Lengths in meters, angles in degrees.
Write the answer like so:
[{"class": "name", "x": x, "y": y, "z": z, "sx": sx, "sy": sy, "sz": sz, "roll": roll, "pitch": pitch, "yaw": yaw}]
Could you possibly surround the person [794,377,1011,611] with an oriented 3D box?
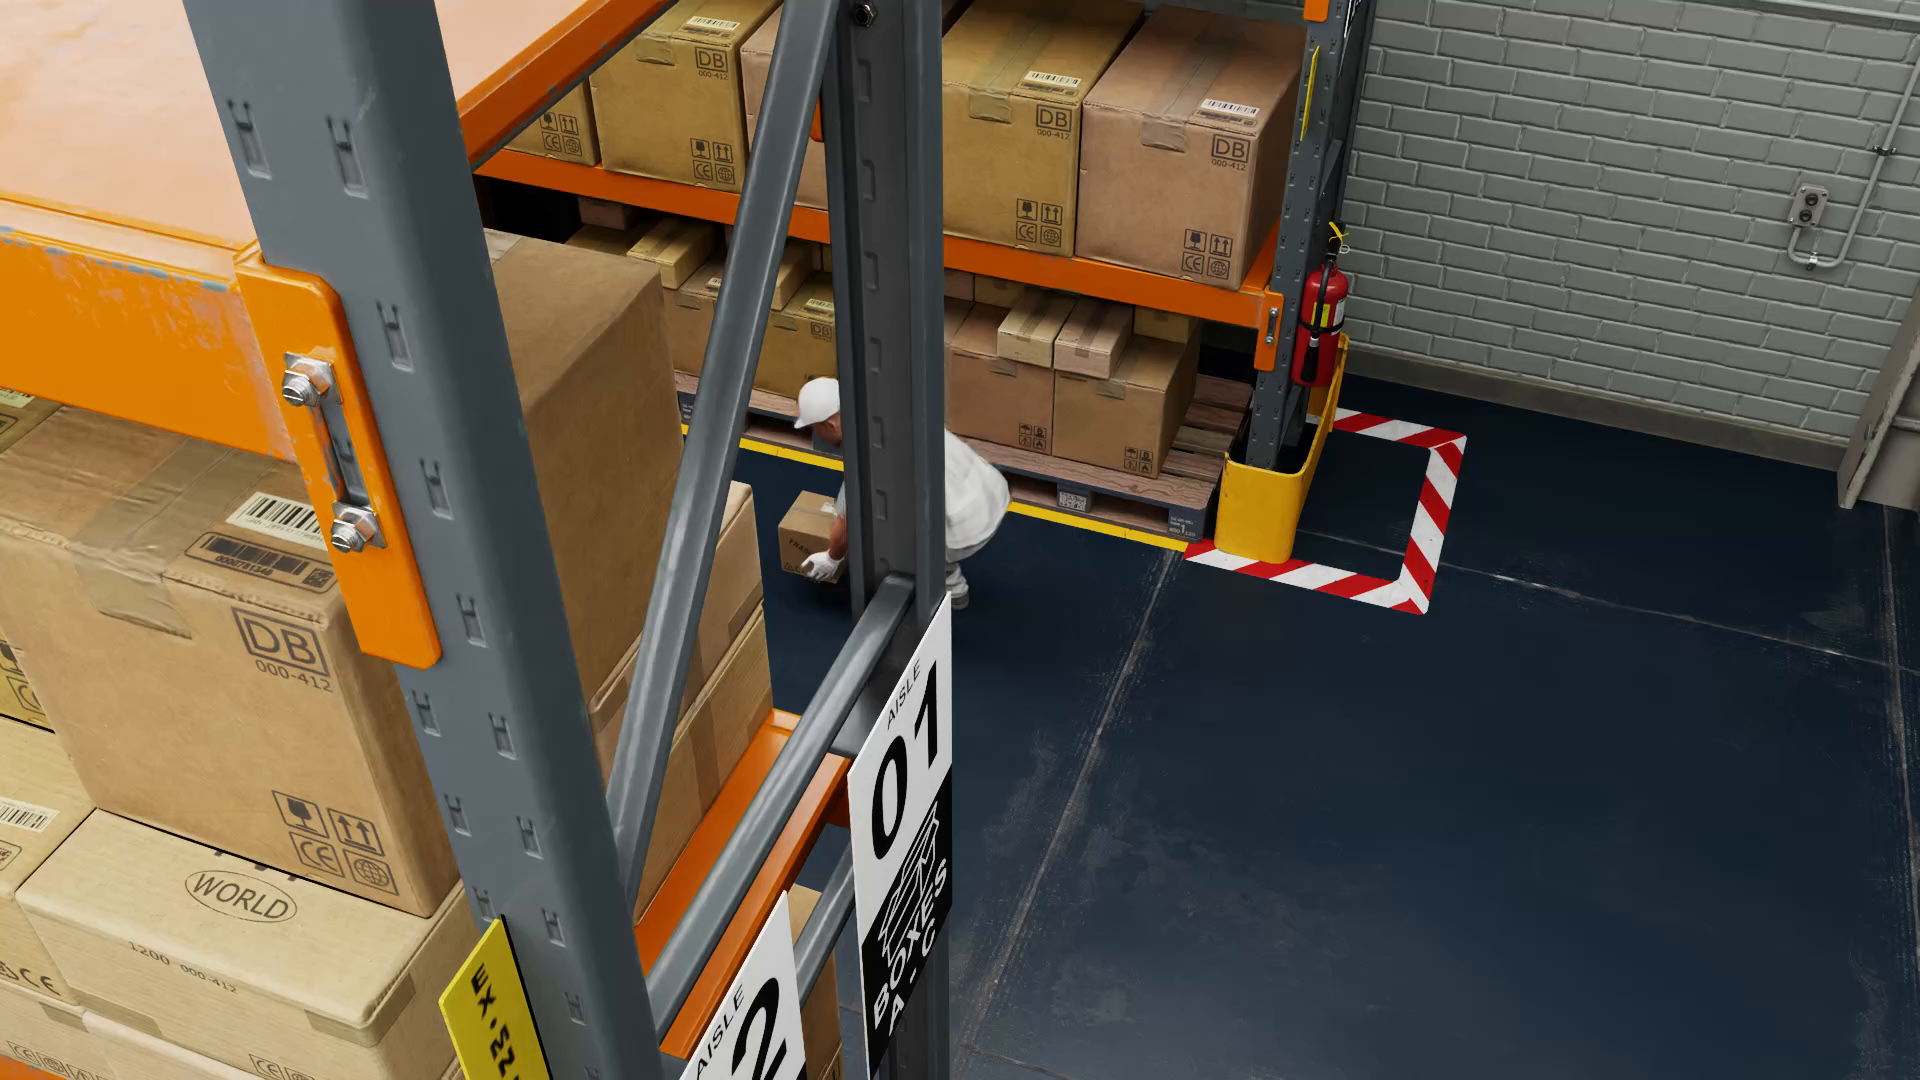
[{"class": "person", "x": -0.237, "y": -0.109, "z": 6.726, "sx": 0.845, "sy": 1.186, "sz": 0.586, "roll": 13, "pitch": 43, "yaw": 15}]
